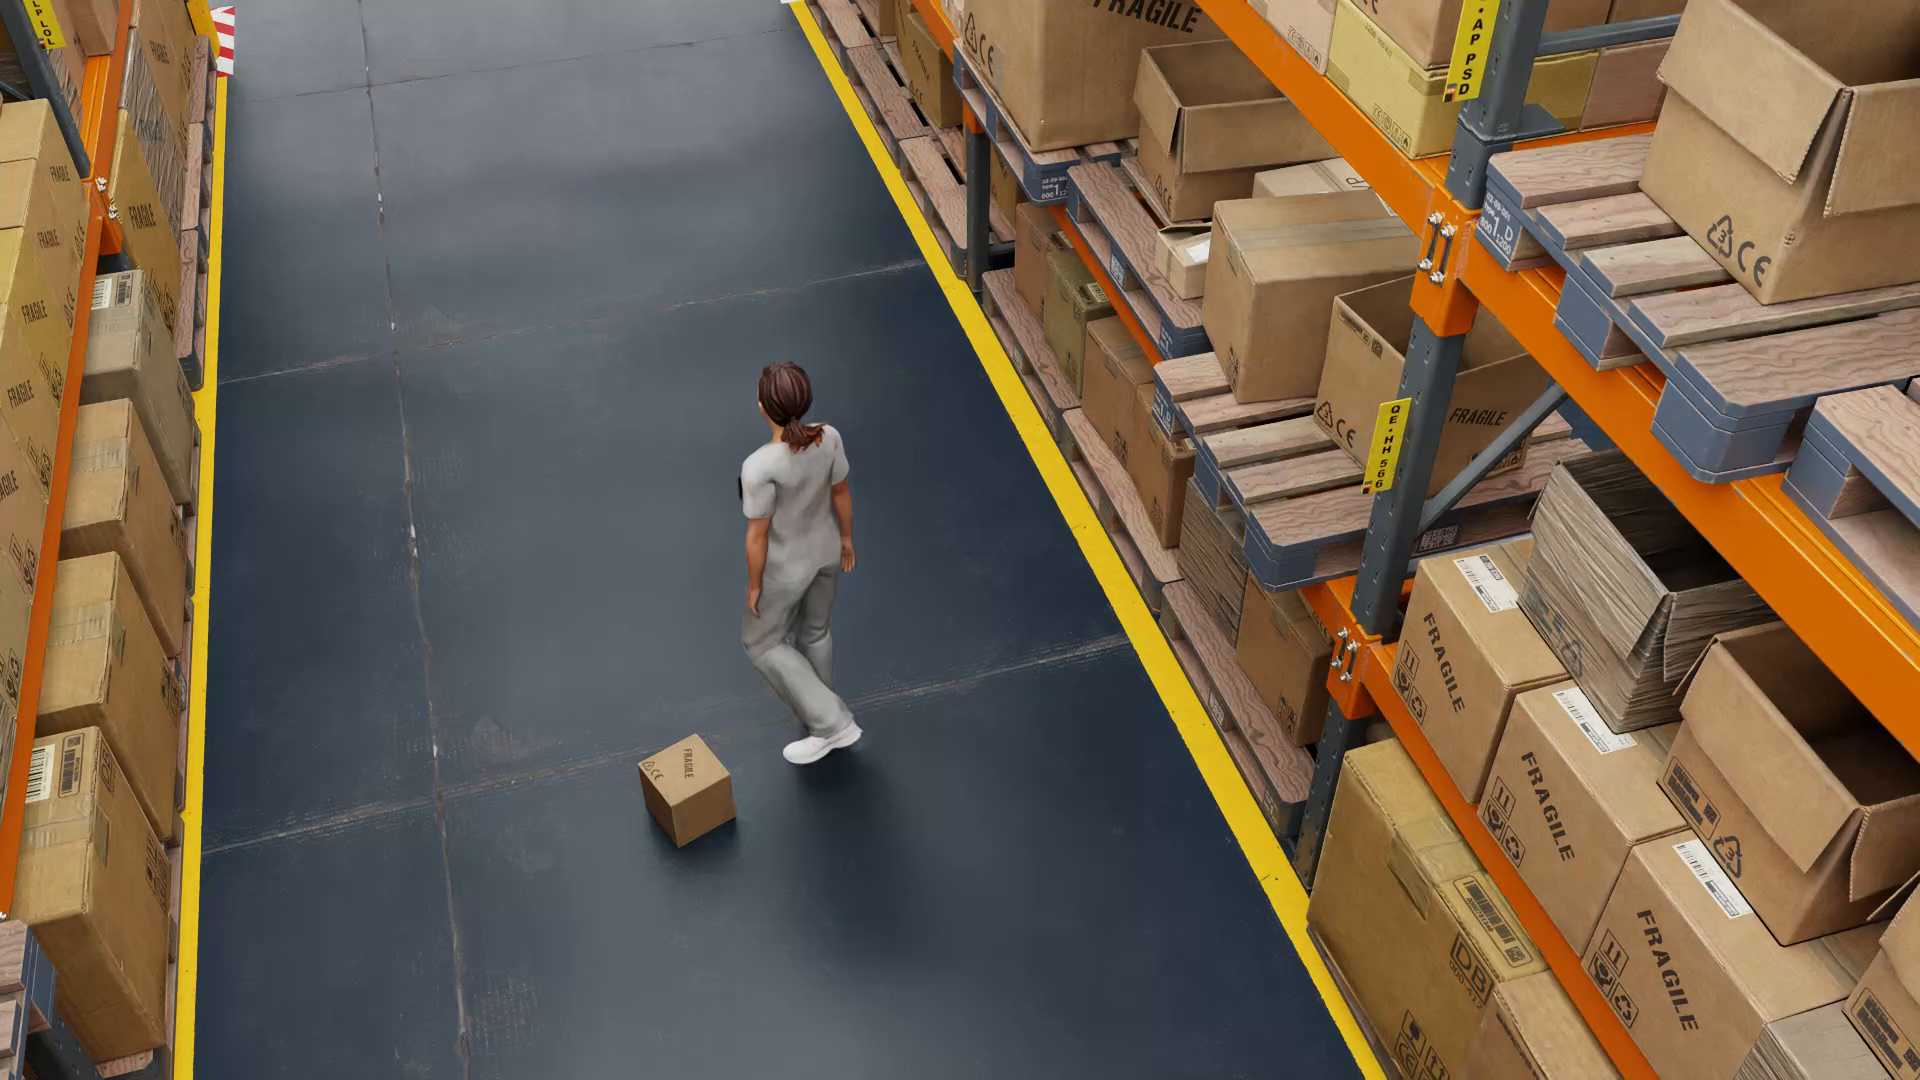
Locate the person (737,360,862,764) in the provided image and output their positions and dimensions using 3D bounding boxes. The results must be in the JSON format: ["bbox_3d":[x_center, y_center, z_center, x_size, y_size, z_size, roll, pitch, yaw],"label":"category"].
[{"bbox_3d":[-0.547,0.135,6.034,0.530,1.644,0.523,34,52,31],"label":"person"}]
